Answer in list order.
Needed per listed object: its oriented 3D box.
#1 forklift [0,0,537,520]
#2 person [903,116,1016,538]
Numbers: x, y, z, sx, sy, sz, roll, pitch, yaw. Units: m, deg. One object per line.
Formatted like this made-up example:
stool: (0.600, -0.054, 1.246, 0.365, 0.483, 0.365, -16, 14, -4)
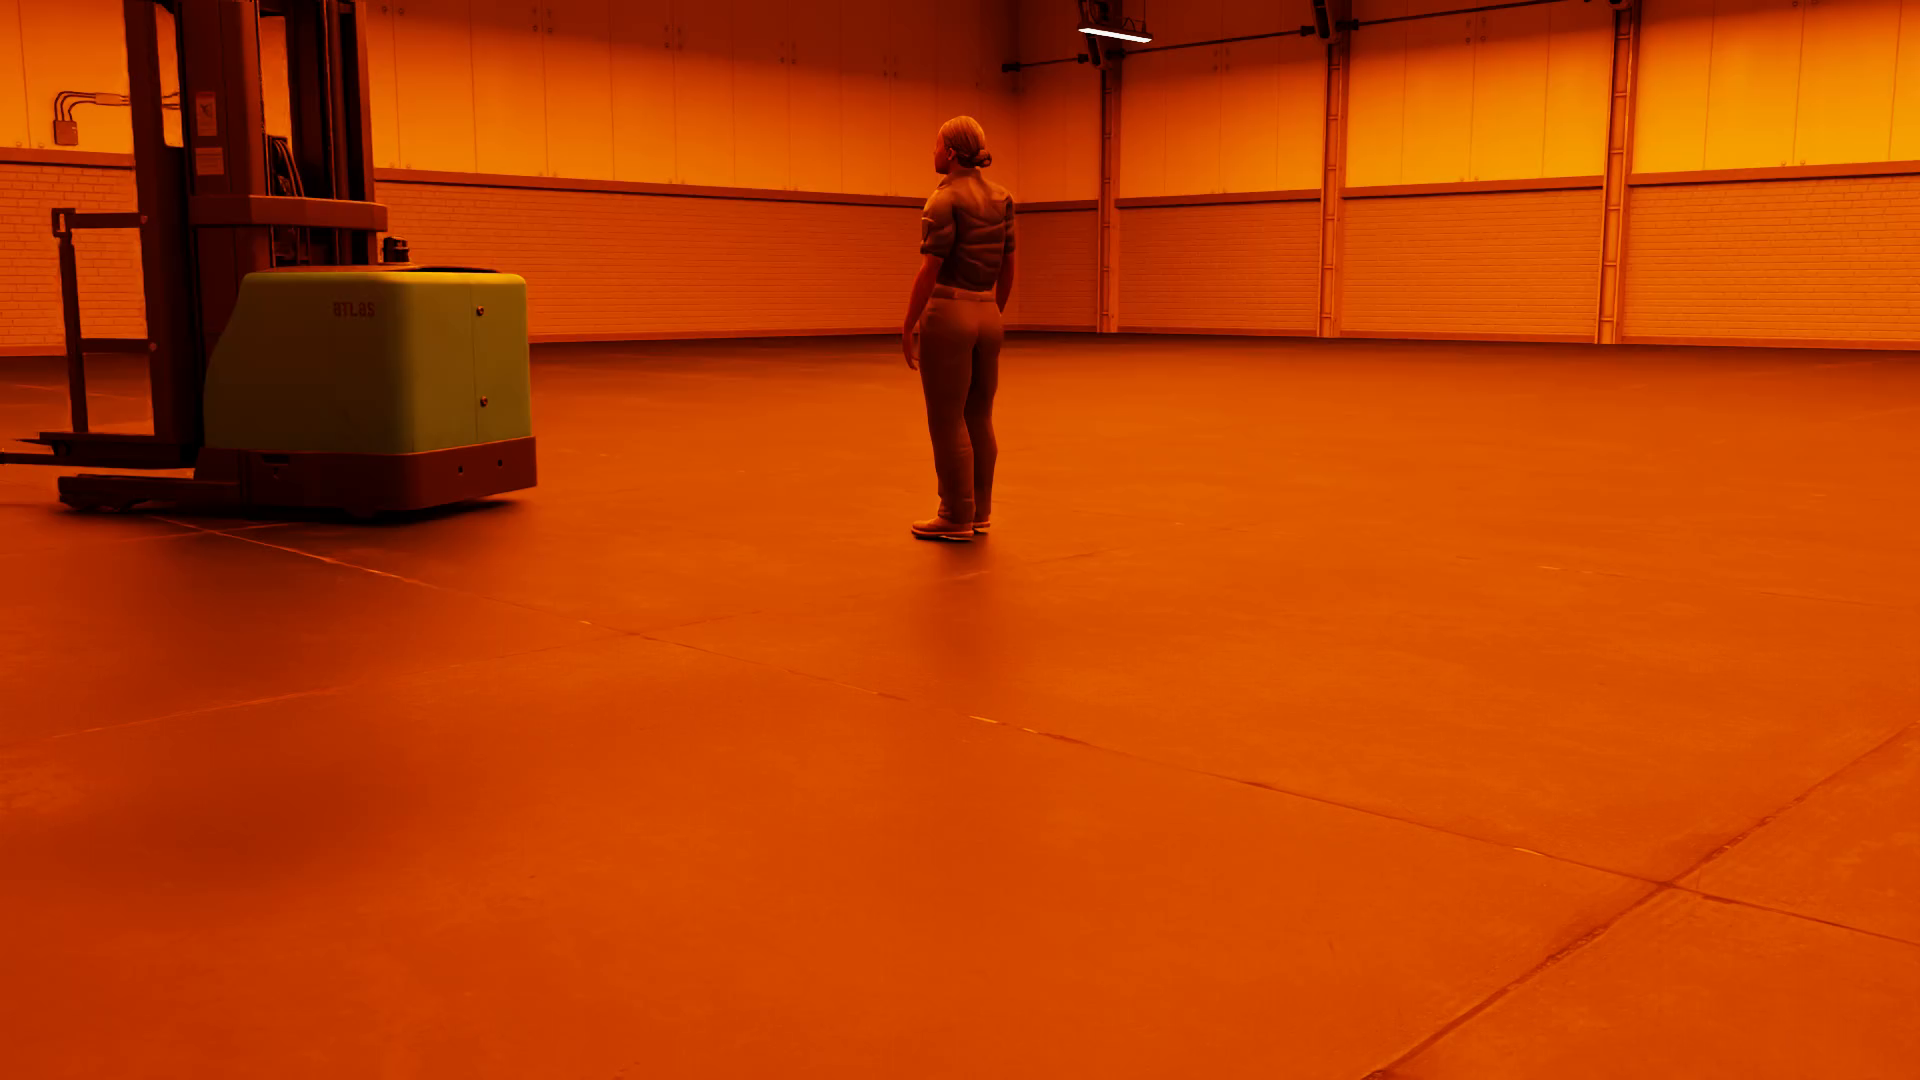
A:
forklift: (-3.596, -1.644, 7.792, 3.031, 2.935, 1.130, 3, 9, 19)
person: (-0.050, -0.836, 6.667, 0.503, 1.656, 0.570, 8, 12, 43)
